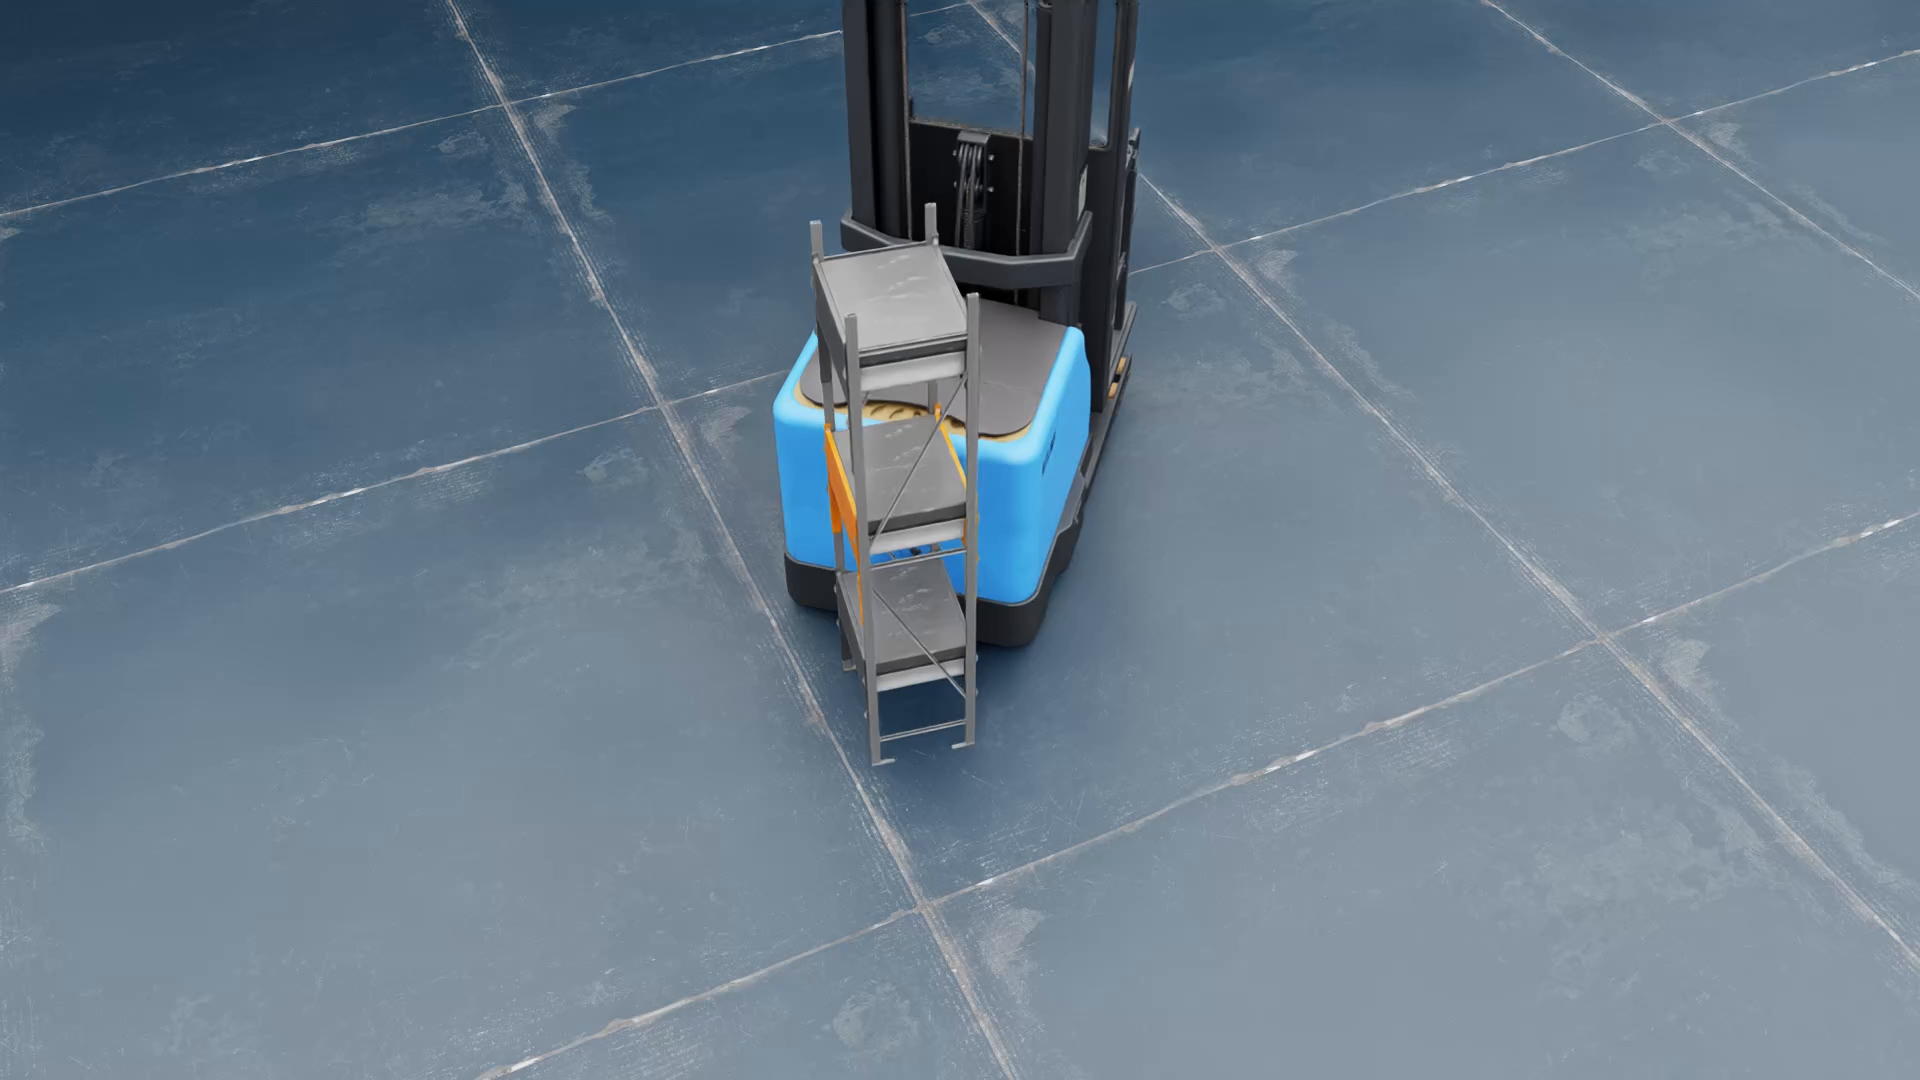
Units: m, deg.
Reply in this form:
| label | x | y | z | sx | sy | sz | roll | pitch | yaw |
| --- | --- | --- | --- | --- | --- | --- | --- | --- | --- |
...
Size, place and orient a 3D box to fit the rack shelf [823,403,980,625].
| label | x | y | z | sx | sy | sz | roll | pitch | yaw |
| --- | --- | --- | --- | --- | --- | --- | --- | --- | --- |
| rack shelf | -0.204 | -0.090 | 5.735 | 0.431 | 0.518 | 0.480 | -11 | 46 | -11 |

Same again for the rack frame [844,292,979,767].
| label | x | y | z | sx | sy | sz | roll | pitch | yaw |
| --- | --- | --- | --- | --- | --- | --- | --- | --- | --- |
| rack frame | -0.139 | 0.065 | 5.558 | 0.400 | 2.100 | 0.015 | -11 | 46 | -11 |

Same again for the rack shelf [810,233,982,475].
| label | x | y | z | sx | sy | sz | roll | pitch | yaw |
| --- | --- | --- | --- | --- | --- | --- | --- | --- | --- |
| rack shelf | -0.204 | -0.589 | 5.243 | 0.431 | 0.518 | 0.480 | -11 | 46 | -11 |

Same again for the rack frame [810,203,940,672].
| label | x | y | z | sx | sy | sz | roll | pitch | yaw |
| --- | --- | --- | --- | --- | --- | --- | --- | --- | --- |
| rack frame | -0.268 | -0.265 | 5.893 | 0.400 | 2.100 | 0.015 | -11 | 46 | -11 |

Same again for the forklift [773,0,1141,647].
| label | x | y | z | sx | sy | sz | roll | pitch | yaw |
| --- | --- | --- | --- | --- | --- | --- | --- | --- | --- |
| forklift | 0.179 | -1.674 | 6.729 | 1.130 | 2.935 | 3.031 | 11 | 46 | 11 |

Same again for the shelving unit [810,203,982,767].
| label | x | y | z | sx | sy | sz | roll | pitch | yaw |
| --- | --- | --- | --- | --- | --- | --- | --- | --- | --- |
| shelving unit | -0.204 | -0.100 | 5.725 | 0.431 | 2.100 | 0.503 | -11 | 46 | -11 |

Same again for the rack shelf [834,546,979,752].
| label | x | y | z | sx | sy | sz | roll | pitch | yaw |
| --- | --- | --- | --- | --- | --- | --- | --- | --- | --- |
| rack shelf | -0.204 | 0.408 | 6.227 | 0.431 | 0.518 | 0.480 | -11 | 46 | -11 |
